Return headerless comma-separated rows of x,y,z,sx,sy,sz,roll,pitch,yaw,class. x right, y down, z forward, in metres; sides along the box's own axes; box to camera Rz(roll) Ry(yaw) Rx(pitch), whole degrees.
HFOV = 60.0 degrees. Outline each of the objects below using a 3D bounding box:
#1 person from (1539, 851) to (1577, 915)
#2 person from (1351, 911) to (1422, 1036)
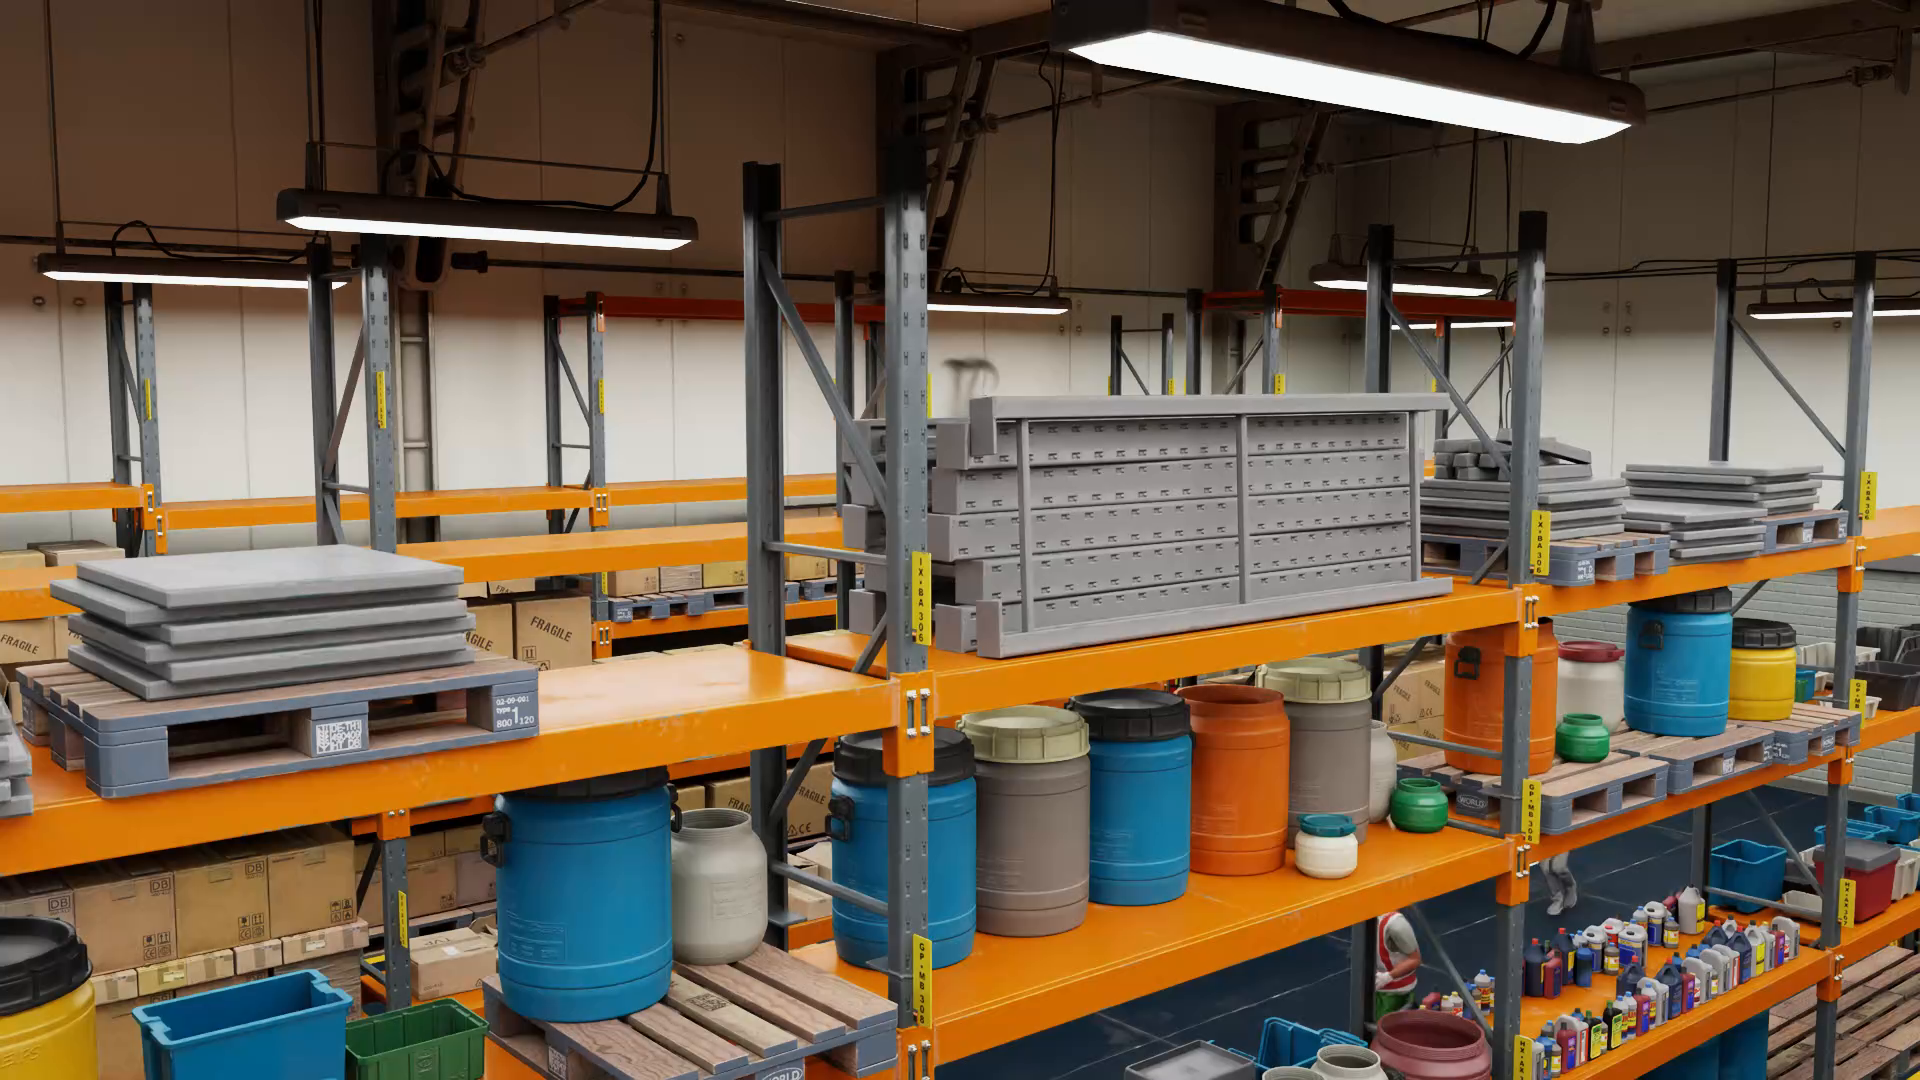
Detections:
5.729,2.800,16.074,0.623,1.658,0.538,4,7,39,person
3.045,3.194,11.864,0.796,1.719,0.654,-5,7,-40,person
